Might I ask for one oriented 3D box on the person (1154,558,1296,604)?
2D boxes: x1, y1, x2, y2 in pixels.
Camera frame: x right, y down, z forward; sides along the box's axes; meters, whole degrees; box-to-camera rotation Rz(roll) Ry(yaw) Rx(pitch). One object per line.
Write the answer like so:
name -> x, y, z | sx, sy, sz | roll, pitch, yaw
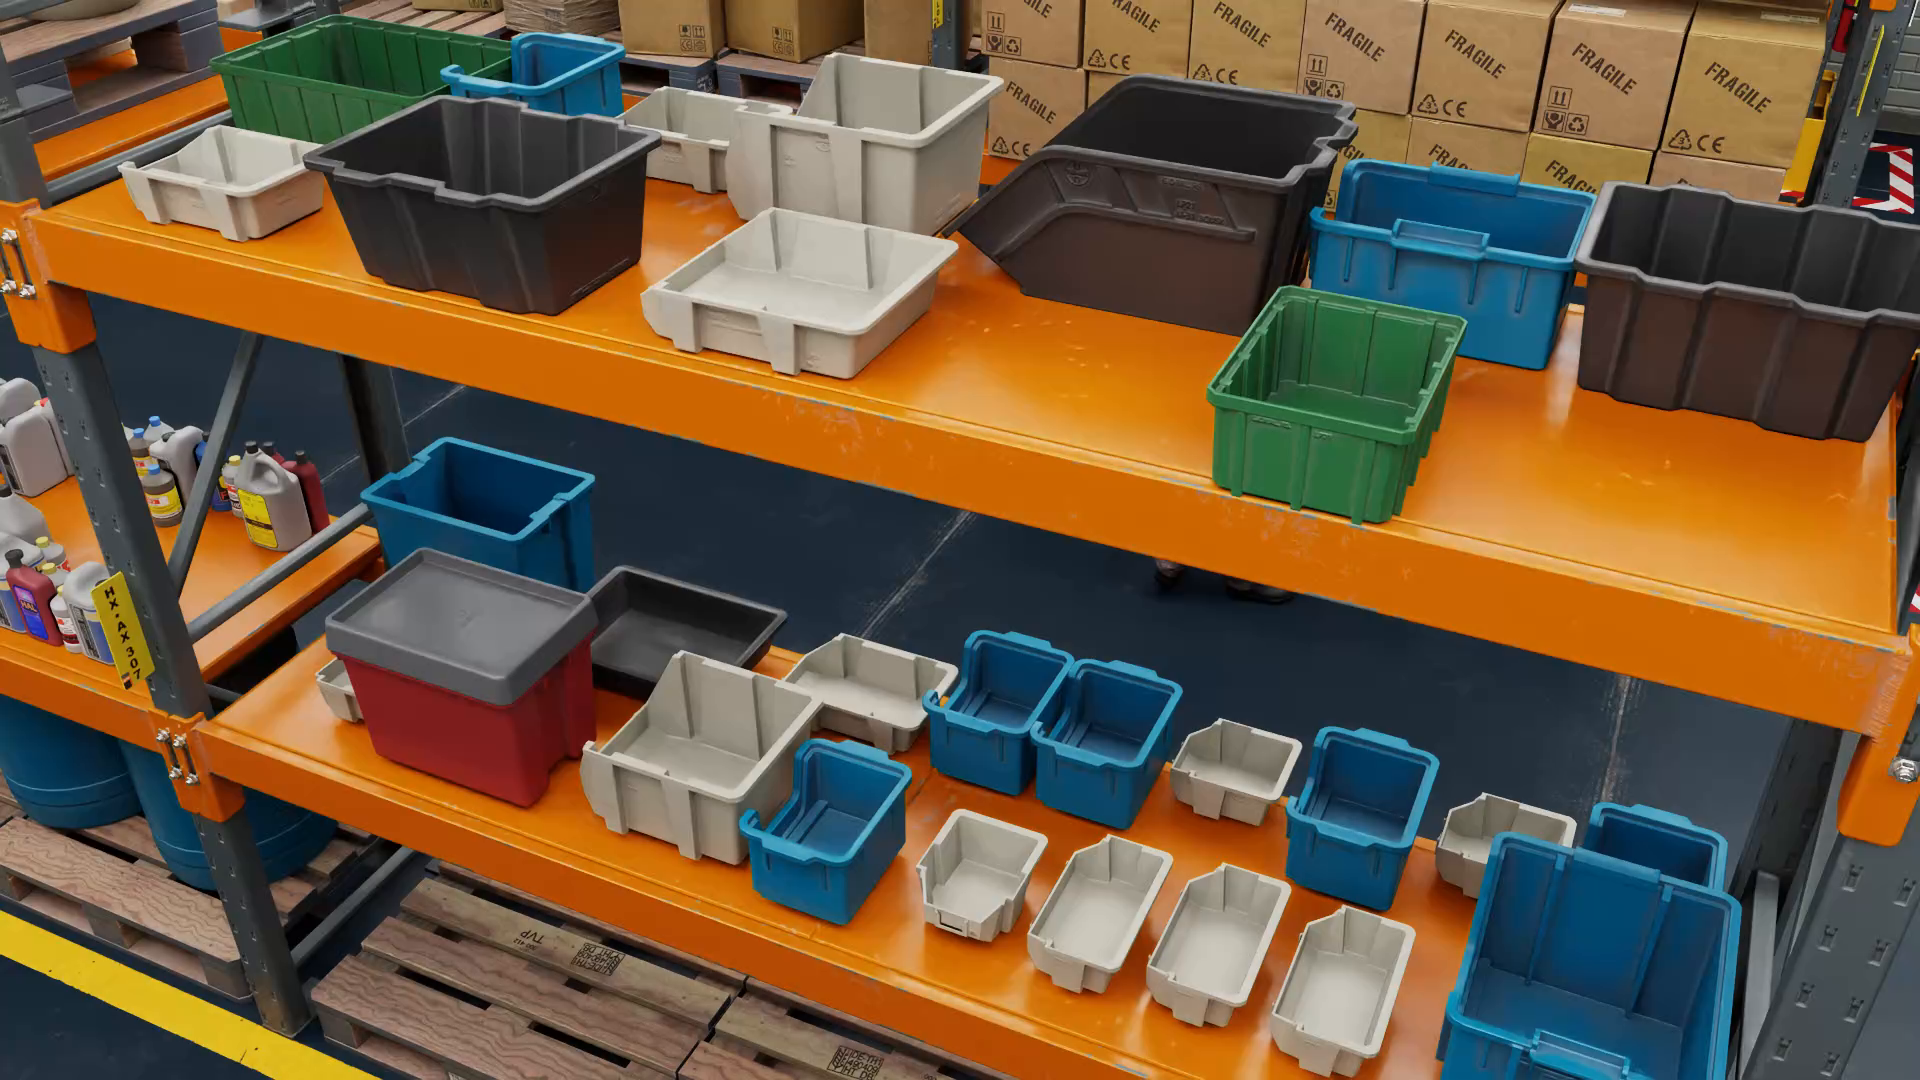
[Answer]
person -> 1.165, -0.480, 6.896 | 0.590, 1.710, 0.584 | -7, 34, -10
